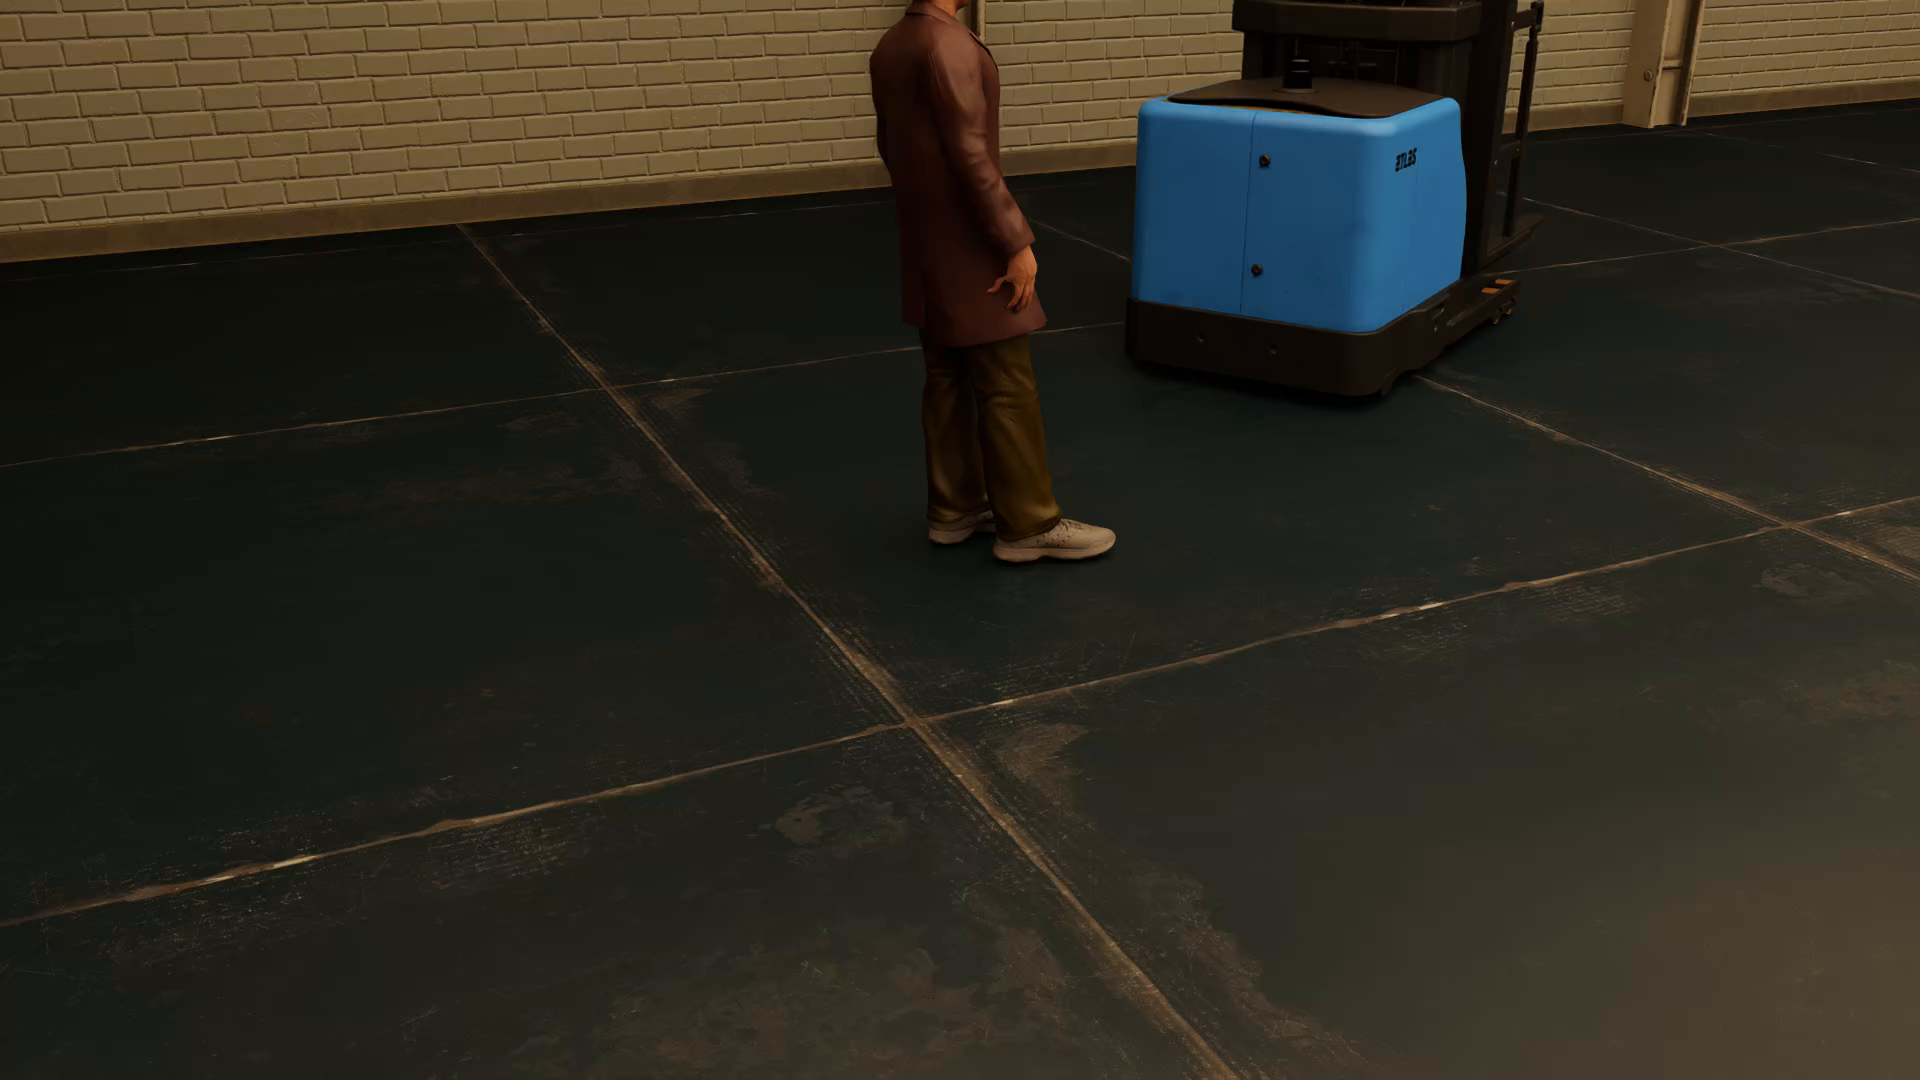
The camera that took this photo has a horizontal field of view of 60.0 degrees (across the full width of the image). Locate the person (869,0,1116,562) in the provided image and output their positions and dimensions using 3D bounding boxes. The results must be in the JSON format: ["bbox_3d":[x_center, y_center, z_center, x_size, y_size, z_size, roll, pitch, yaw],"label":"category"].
[{"bbox_3d":[0.085,-0.841,4.796,0.579,1.777,0.696,-10,25,-23],"label":"person"}]

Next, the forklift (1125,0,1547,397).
[{"bbox_3d":[1.898,-2.403,7.071,1.130,2.935,3.031,14,26,31],"label":"forklift"}]
